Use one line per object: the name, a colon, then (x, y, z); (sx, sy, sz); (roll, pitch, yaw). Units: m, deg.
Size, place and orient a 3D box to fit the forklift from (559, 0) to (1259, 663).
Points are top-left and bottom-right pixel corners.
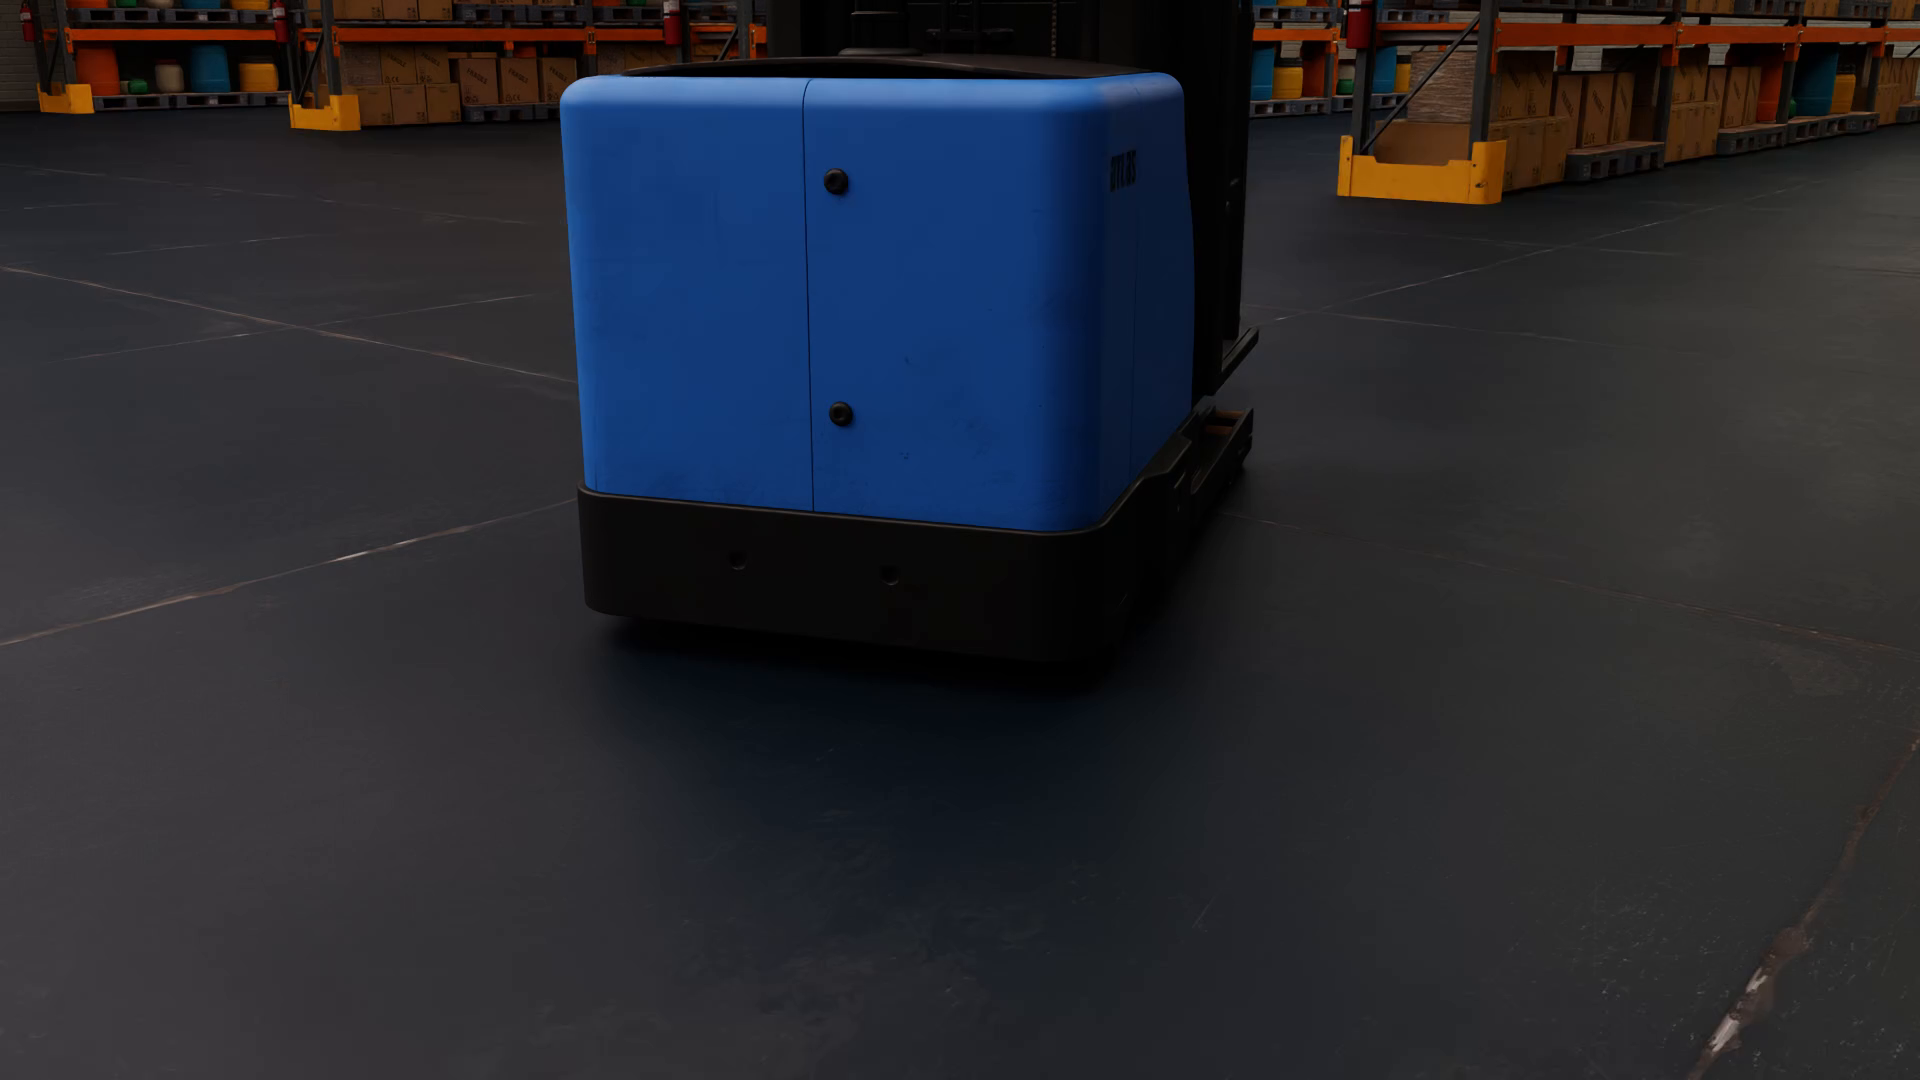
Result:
forklift: (0.182, -1.571, 4.072); (1.130, 2.935, 3.031); (5, 18, 17)
